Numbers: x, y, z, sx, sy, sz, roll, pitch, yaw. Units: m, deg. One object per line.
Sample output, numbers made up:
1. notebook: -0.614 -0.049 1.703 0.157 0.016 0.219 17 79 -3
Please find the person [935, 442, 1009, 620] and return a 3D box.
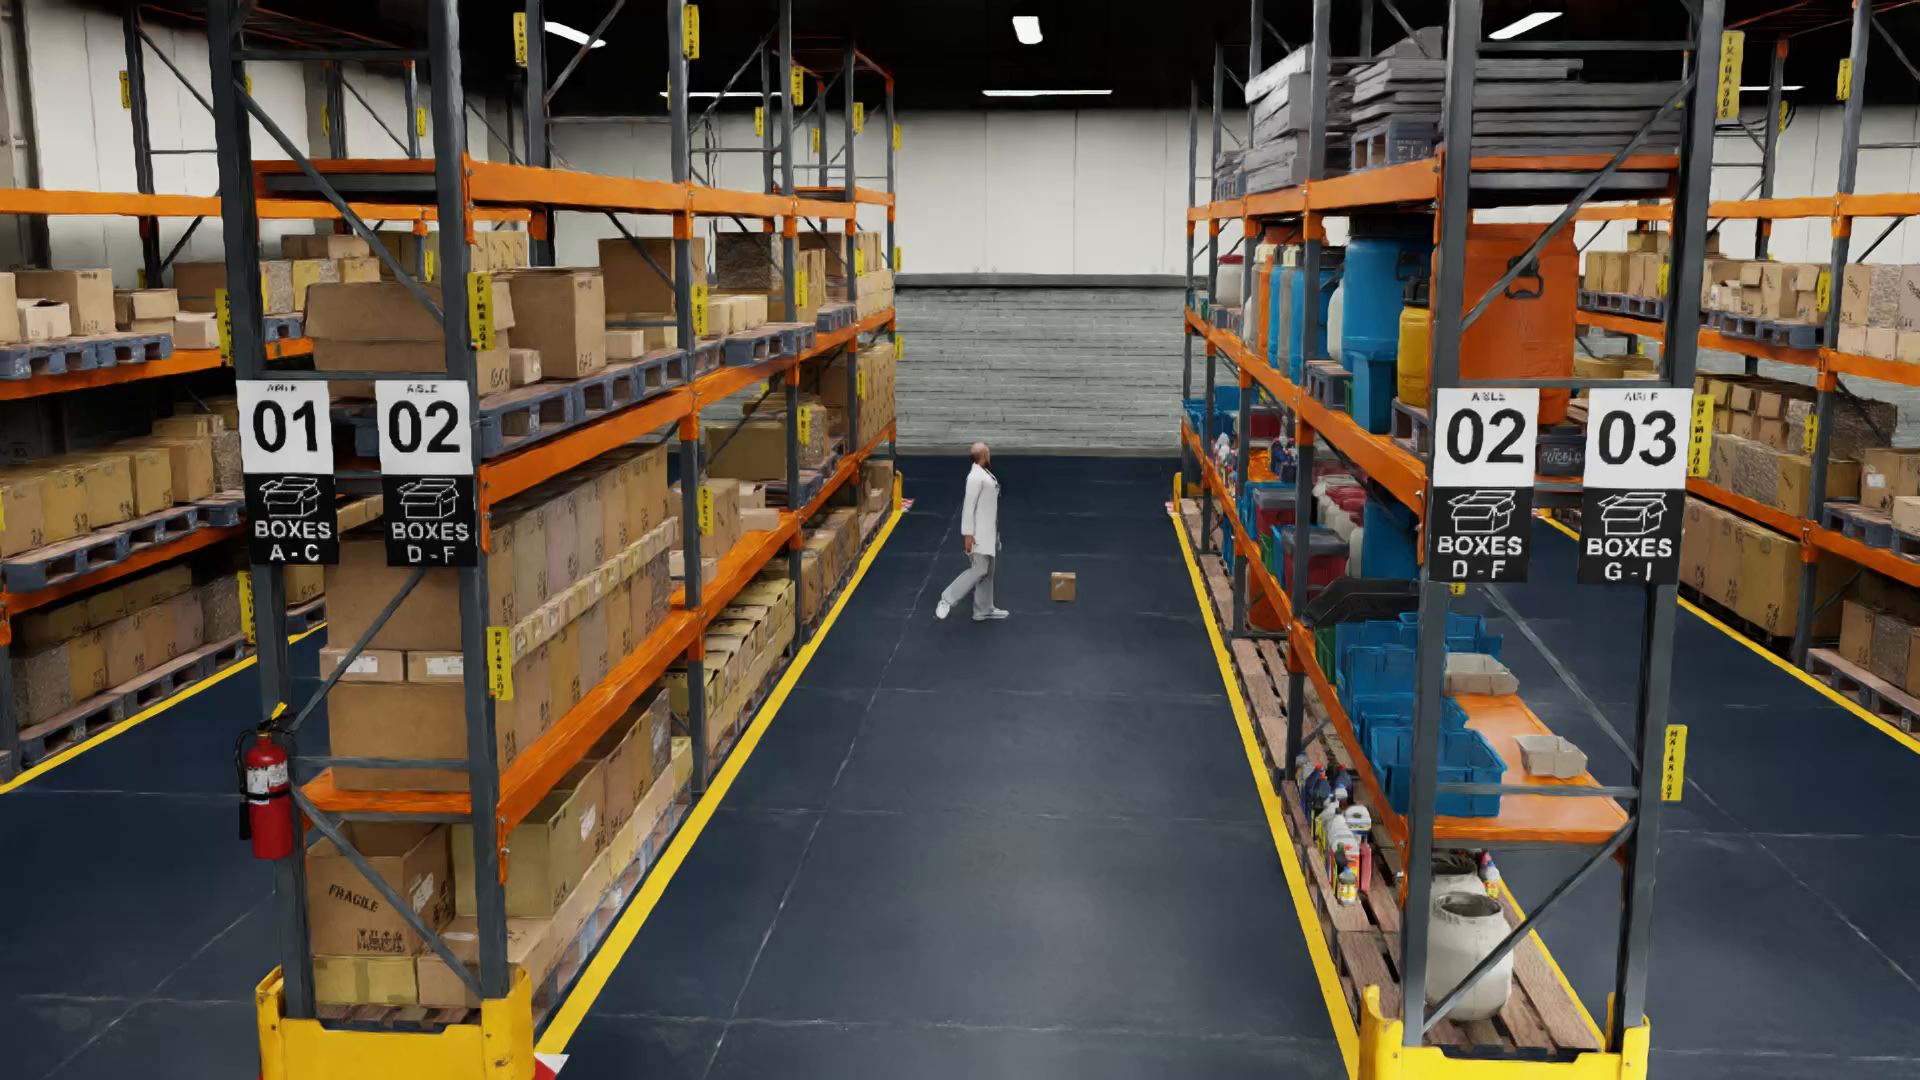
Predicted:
1. person: 0.129 -0.066 16.312 0.666 1.775 0.787 2 11 9
